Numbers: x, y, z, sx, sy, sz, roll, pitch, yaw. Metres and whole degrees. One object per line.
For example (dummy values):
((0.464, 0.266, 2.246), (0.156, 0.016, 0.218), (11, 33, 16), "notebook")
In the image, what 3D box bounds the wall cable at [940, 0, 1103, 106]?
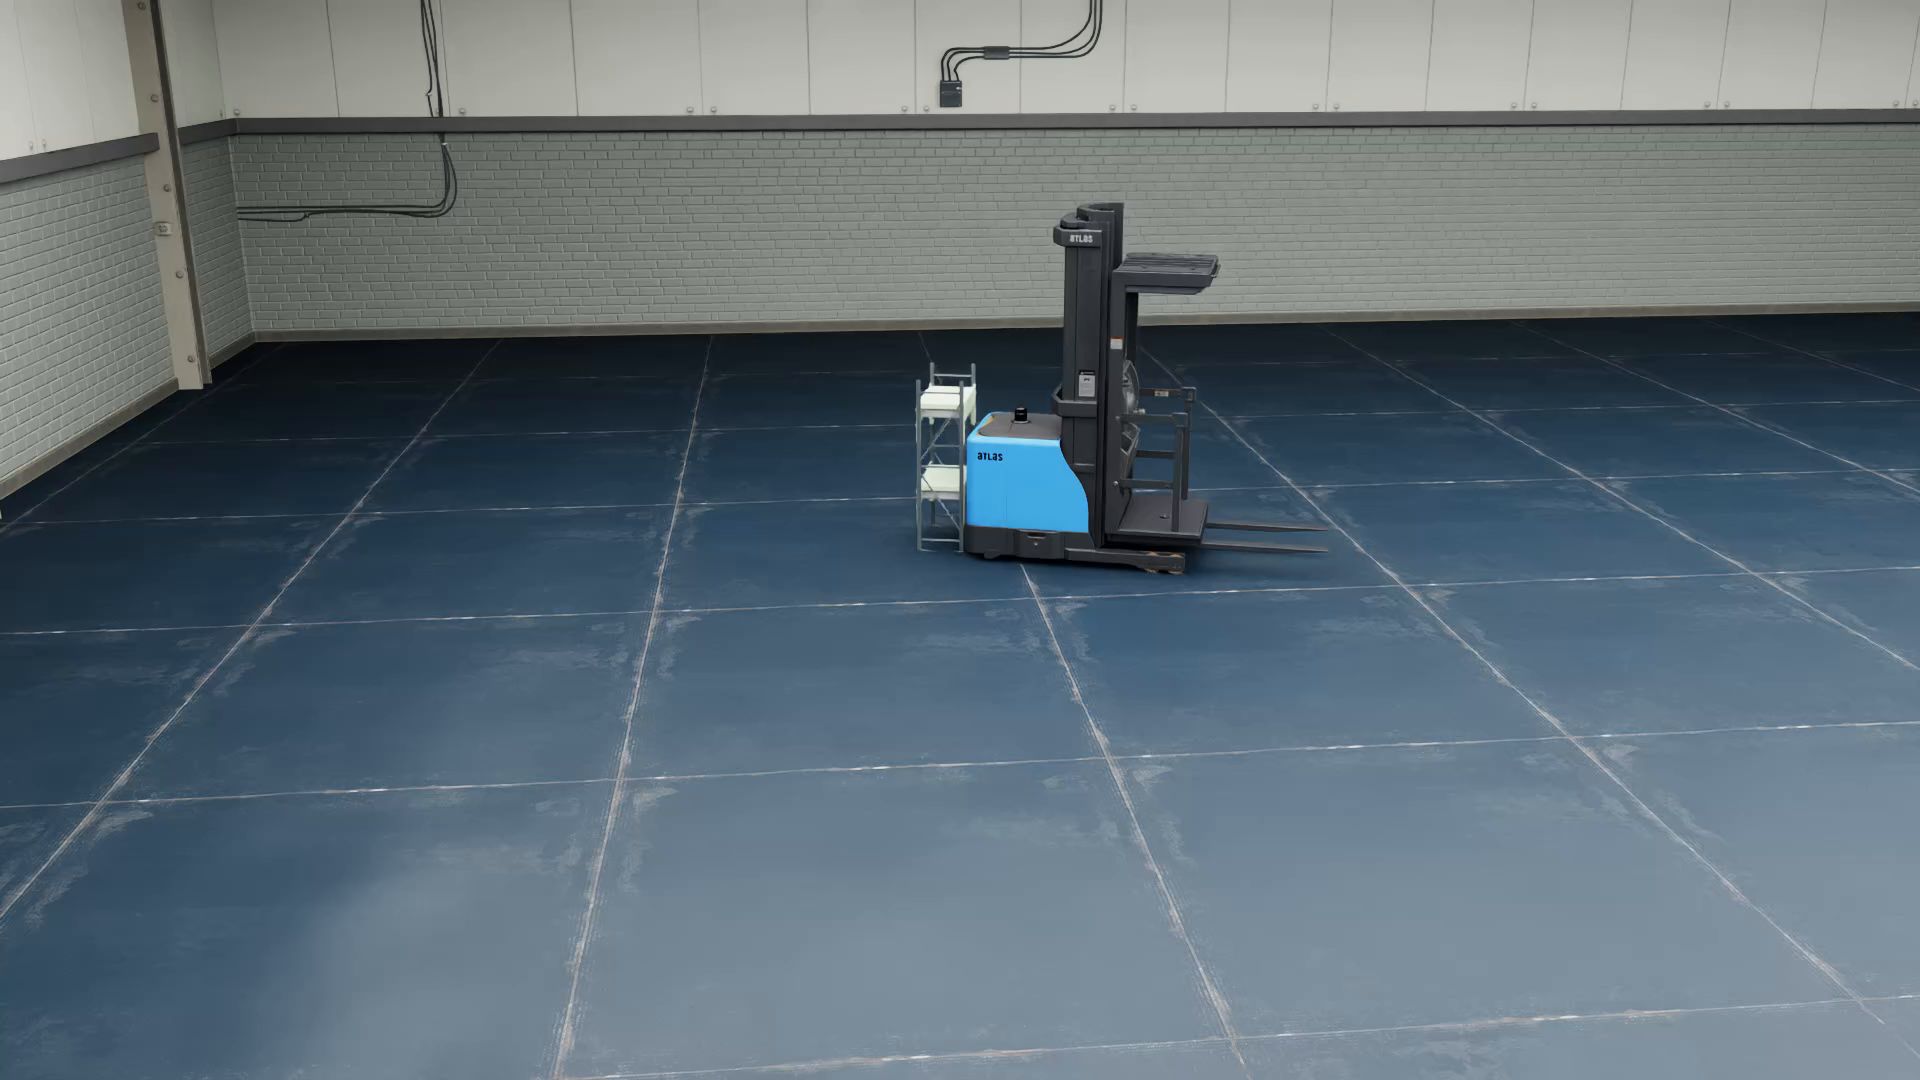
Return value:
((0.868, -9.054, 22.814), (2.305, 6.003, 0.169), (-2, 18, -6), "wall cable")

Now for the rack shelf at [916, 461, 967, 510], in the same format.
((-0.116, -0.414, 14.579), (0.431, 0.370, 0.720), (2, 18, 8), "rack shelf")

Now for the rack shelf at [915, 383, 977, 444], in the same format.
((-0.116, -1.097, 14.365), (0.431, 0.370, 0.720), (2, 18, 8), "rack shelf")

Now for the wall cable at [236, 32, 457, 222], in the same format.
((-8.576, -5.661, 22.870), (3.097, 2.526, 0.112), (-2, 18, -6), "wall cable")

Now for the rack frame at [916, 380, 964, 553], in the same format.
((-0.168, -0.616, 14.136), (0.400, 1.500, 0.023), (2, 18, 8), "rack frame")

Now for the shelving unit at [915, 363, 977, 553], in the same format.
((-0.116, -0.725, 14.482), (0.431, 1.500, 0.755), (2, 18, 8), "shelving unit")

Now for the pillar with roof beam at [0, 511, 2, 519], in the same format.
((-4.687, -4.569, 14.208), (9.100, 9.000, 0.400), (-2, 18, -6), "pillar with roof beam")

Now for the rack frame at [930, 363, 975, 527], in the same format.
((-0.065, -0.833, 14.828), (0.400, 1.500, 0.023), (2, 18, 8), "rack frame")

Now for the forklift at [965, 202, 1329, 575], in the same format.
((1.613, -1.287, 13.882), (3.031, 2.935, 1.130), (4, 18, 11), "forklift")

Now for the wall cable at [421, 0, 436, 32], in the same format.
((-5.885, -8.154, 22.379), (3.097, 2.526, 0.112), (-2, 18, -6), "wall cable")

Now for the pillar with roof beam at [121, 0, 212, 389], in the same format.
((-5.306, -6.357, 19.902), (9.100, 9.000, 0.400), (-2, 18, -6), "pillar with roof beam")
